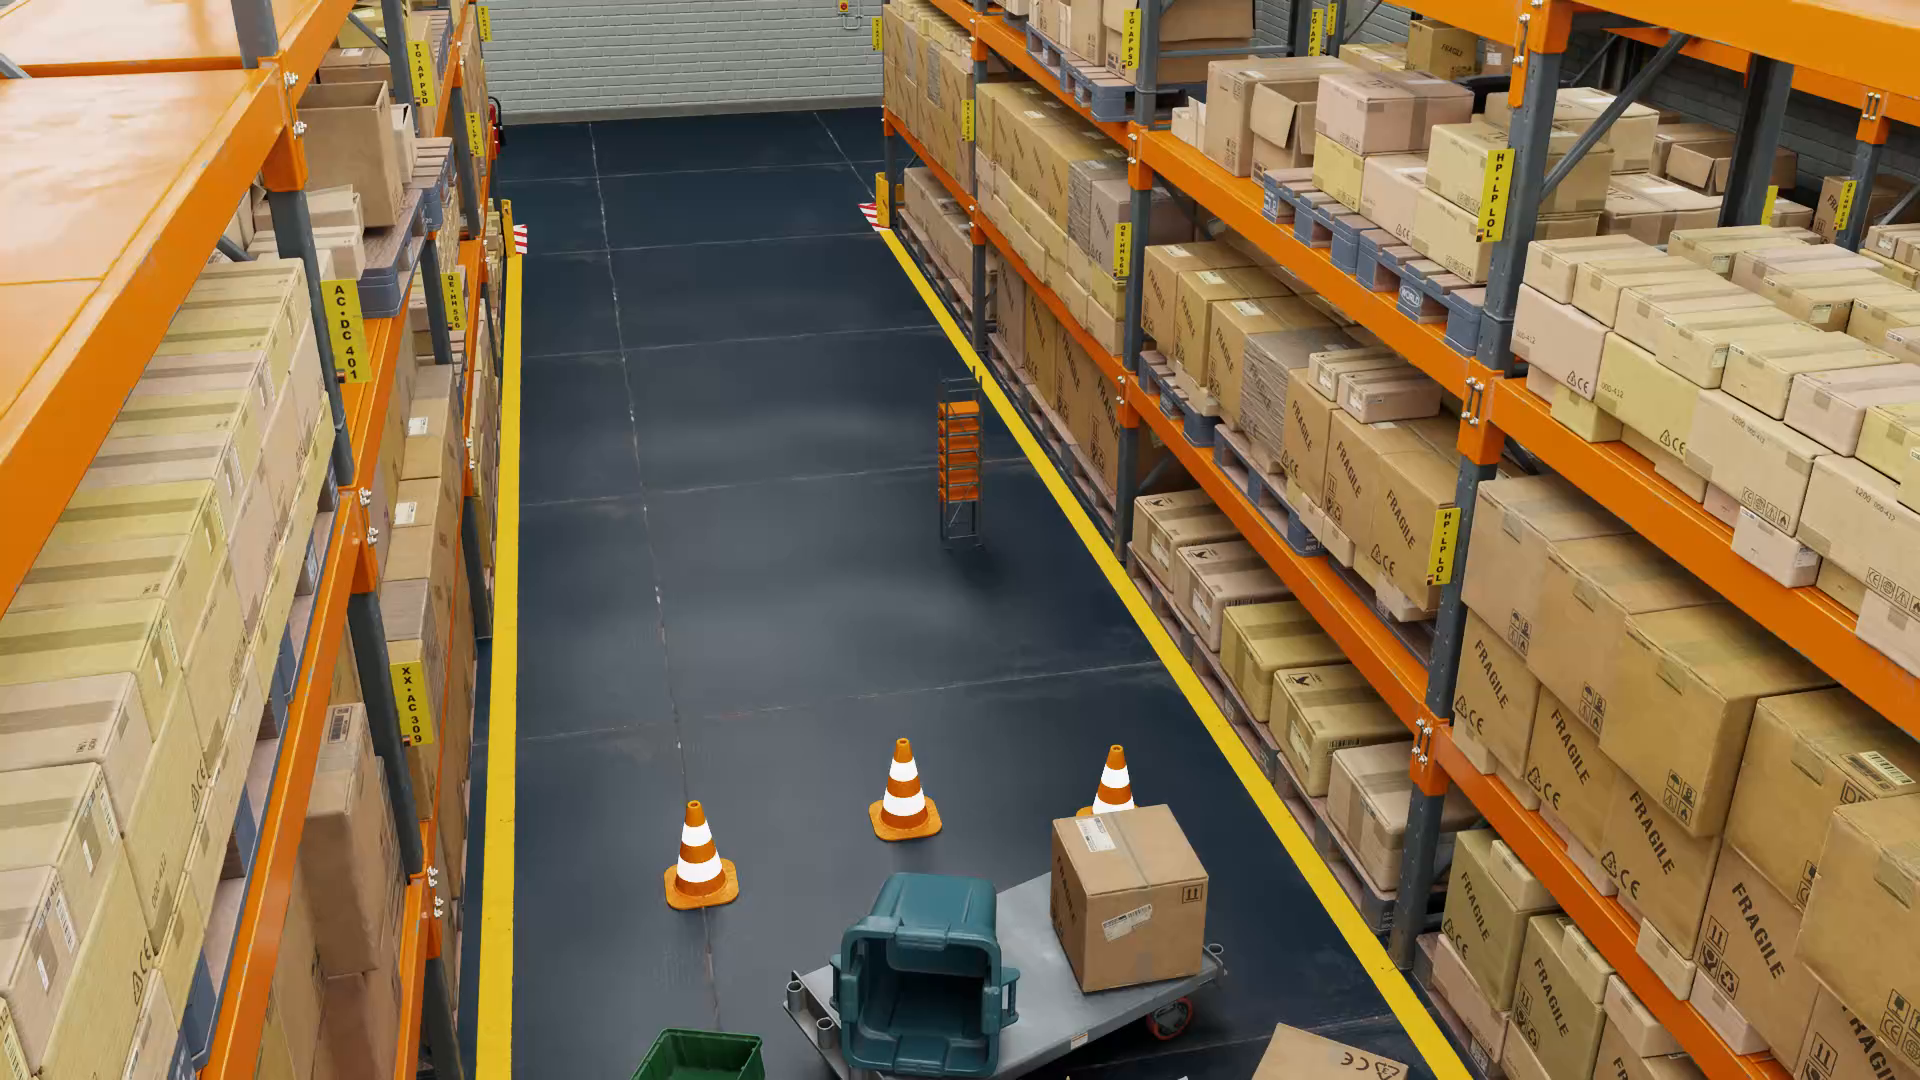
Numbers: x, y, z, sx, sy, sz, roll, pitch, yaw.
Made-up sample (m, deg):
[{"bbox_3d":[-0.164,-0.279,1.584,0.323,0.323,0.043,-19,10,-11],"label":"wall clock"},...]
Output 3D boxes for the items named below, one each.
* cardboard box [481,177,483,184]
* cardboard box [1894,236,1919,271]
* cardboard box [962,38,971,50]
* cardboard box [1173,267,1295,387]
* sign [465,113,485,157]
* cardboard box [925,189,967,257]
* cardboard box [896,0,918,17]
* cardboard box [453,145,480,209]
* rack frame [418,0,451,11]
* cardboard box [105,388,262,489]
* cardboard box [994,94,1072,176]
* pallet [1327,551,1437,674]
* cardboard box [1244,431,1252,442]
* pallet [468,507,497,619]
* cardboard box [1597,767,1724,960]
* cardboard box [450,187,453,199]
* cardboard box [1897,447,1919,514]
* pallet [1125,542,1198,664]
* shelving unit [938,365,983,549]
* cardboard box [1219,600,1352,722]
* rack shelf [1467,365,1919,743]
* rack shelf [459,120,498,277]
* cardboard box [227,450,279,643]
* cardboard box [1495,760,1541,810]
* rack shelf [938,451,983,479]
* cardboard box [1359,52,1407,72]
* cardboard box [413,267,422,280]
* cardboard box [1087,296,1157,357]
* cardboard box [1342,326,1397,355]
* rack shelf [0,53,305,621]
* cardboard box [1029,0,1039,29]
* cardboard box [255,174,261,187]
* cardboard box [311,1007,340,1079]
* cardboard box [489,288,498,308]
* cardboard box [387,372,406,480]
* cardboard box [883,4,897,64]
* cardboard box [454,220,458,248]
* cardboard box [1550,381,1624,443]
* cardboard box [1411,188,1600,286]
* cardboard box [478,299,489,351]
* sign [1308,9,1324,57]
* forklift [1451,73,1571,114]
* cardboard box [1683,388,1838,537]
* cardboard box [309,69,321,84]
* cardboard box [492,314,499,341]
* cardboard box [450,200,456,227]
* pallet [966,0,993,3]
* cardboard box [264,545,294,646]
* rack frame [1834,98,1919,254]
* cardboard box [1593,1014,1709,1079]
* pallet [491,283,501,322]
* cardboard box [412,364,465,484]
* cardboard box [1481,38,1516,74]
[{"bbox_3d":[-4.284,-3.097,14.182,0.380,0.149,0.250,-5,27,-9],"label":"cardboard box"},{"bbox_3d":[6.188,-1.822,10.547,0.380,0.149,0.250,-5,27,-10],"label":"cardboard box"},{"bbox_3d":[0.225,-4.146,14.041,0.380,0.149,0.250,-6,27,-12],"label":"cardboard box"},{"bbox_3d":[1.507,-1.185,9.208,0.500,0.500,0.500,-5,27,-9],"label":"cardboard box"},{"bbox_3d":[-3.655,-3.053,12.531,0.100,0.325,0.005,-6,27,-12],"label":"sign"},{"bbox_3d":[0.164,-3.144,16.374,0.875,0.438,0.875,-5,27,-10],"label":"cardboard box"},{"bbox_3d":[-0.411,-5.144,16.019,0.380,0.149,0.250,-5,27,-10],"label":"cardboard box"},{"bbox_3d":[-4.061,-2.899,13.069,0.500,0.500,0.500,-6,27,-13],"label":"cardboard box"},{"bbox_3d":[-4.195,-5.156,11.325,1.000,3.000,0.127,-6,27,-12],"label":"rack frame"},{"bbox_3d":[-1.770,-0.208,3.668,0.380,0.149,0.250,-6,27,-11],"label":"cardboard box"},{"bbox_3d":[0.566,-3.073,12.636,0.500,0.500,0.500,-6,27,-12],"label":"cardboard box"},{"bbox_3d":[2.377,0.222,7.540,1.003,0.211,1.213,-6,27,-12],"label":"pallet"},{"bbox_3d":[1.720,-0.590,8.749,0.380,0.149,0.250,-5,27,-10],"label":"cardboard box"},{"bbox_3d":[-3.468,0.180,10.506,1.003,0.211,1.213,-6,27,-12],"label":"pallet"},{"bbox_3d":[2.472,0.971,5.403,0.500,0.500,0.500,-6,27,-12],"label":"cardboard box"},{"bbox_3d":[-3.853,-2.545,11.962,0.380,0.149,0.250,-7,28,-13],"label":"cardboard box"},{"bbox_3d":[2.567,-0.128,4.087,0.380,0.149,0.250,-5,27,-10],"label":"cardboard box"},{"bbox_3d":[1.681,0.319,10.230,1.003,0.211,1.213,-6,27,-12],"label":"pallet"},{"bbox_3d":[0.003,-0.529,10.814,0.258,1.200,0.189,-6,27,-12],"label":"shelving unit"},{"bbox_3d":[1.964,0.622,8.985,0.950,0.372,0.625,-5,27,-10],"label":"cardboard box"},{"bbox_3d":[2.859,0.347,4.550,1.077,0.370,4.000,-6,27,-12],"label":"rack shelf"},{"bbox_3d":[-4.646,-3.035,14.579,1.077,0.370,4.000,-6,27,-12],"label":"rack shelf"},{"bbox_3d":[-1.806,0.029,3.641,0.500,0.250,0.500,-6,27,-12],"label":"cardboard box"},{"bbox_3d":[2.274,0.876,6.312,0.380,0.149,0.250,-5,27,-10],"label":"cardboard box"},{"bbox_3d":[0.003,-0.490,10.834,0.258,0.103,0.180,-6,27,-12],"label":"rack shelf"},{"bbox_3d":[4.492,-4.905,17.321,0.500,0.250,0.500,-6,27,-11],"label":"cardboard box"},{"bbox_3d":[-3.323,-1.511,9.914,0.380,0.149,0.250,-6,27,-12],"label":"cardboard box"},{"bbox_3d":[1.140,-1.398,10.703,0.500,0.250,0.500,-7,28,-13],"label":"cardboard box"},{"bbox_3d":[2.244,-0.776,8.397,0.500,0.500,0.500,-7,28,-14],"label":"cardboard box"},{"bbox_3d":[-1.941,-0.267,2.880,1.077,0.370,4.000,-6,27,-12],"label":"rack shelf"},{"bbox_3d":[0.676,-3.654,11.361,0.396,0.266,0.258,-4,27,-7],"label":"cardboard box"},{"bbox_3d":[-3.116,-1.468,6.869,0.500,0.311,0.500,-6,27,-13],"label":"cardboard box"},{"bbox_3d":[-2.144,1.616,4.400,0.875,0.550,0.550,-6,27,-12],"label":"cardboard box"},{"bbox_3d":[-4.296,-2.151,14.727,0.380,0.149,0.250,-7,28,-13],"label":"cardboard box"},{"bbox_3d":[-2.969,-0.568,7.672,0.700,0.500,0.500,-6,27,-12],"label":"cardboard box"},{"bbox_3d":[-0.466,-5.032,16.517,0.500,0.500,0.500,-7,28,-13],"label":"cardboard box"},{"bbox_3d":[-3.799,-2.176,11.891,0.380,0.149,0.250,-6,27,-12],"label":"cardboard box"},{"bbox_3d":[2.241,-0.457,5.624,0.380,0.149,0.250,-6,27,-12],"label":"cardboard box"},{"bbox_3d":[2.135,-1.214,6.545,0.500,0.250,0.500,-6,28,-13],"label":"cardboard box"},{"bbox_3d":[-3.781,-1.583,12.380,0.500,0.250,0.500,-7,28,-13],"label":"cardboard box"},{"bbox_3d":[2.036,-2.893,9.597,0.100,0.325,0.005,-6,27,-12],"label":"sign"},{"bbox_3d":[3.441,-1.294,10.407,1.130,2.935,3.031,-7,28,-13],"label":"forklift"},{"bbox_3d":[2.466,-0.250,4.771,0.500,0.250,0.500,-6,27,-11],"label":"cardboard box"},{"bbox_3d":[-3.670,-2.331,8.945,0.500,0.500,0.500,-6,27,-12],"label":"cardboard box"},{"bbox_3d":[-3.965,-1.717,13.538,0.380,0.149,0.250,-5,27,-9],"label":"cardboard box"},{"bbox_3d":[-3.799,-2.307,11.821,0.380,0.149,0.250,-5,27,-9],"label":"cardboard box"},{"bbox_3d":[0.431,-4.685,13.819,1.003,0.211,1.213,-6,27,-12],"label":"pallet"},{"bbox_3d":[-1.769,0.148,3.847,0.380,0.149,0.250,-6,27,-11],"label":"cardboard box"},{"bbox_3d":[6.342,-1.775,11.284,1.000,3.000,0.127,-6,27,-12],"label":"rack frame"},{"bbox_3d":[2.525,1.940,5.677,0.500,0.500,0.500,-5,27,-9],"label":"cardboard box"},{"bbox_3d":[-4.659,-2.061,14.946,1.003,0.211,1.213,-6,27,-12],"label":"pallet"},{"bbox_3d":[-2.930,-0.596,8.838,0.500,0.500,0.500,-6,27,-12],"label":"cardboard box"},{"bbox_3d":[5.364,-4.612,15.909,0.500,0.500,0.500,-7,28,-13],"label":"cardboard box"}]
